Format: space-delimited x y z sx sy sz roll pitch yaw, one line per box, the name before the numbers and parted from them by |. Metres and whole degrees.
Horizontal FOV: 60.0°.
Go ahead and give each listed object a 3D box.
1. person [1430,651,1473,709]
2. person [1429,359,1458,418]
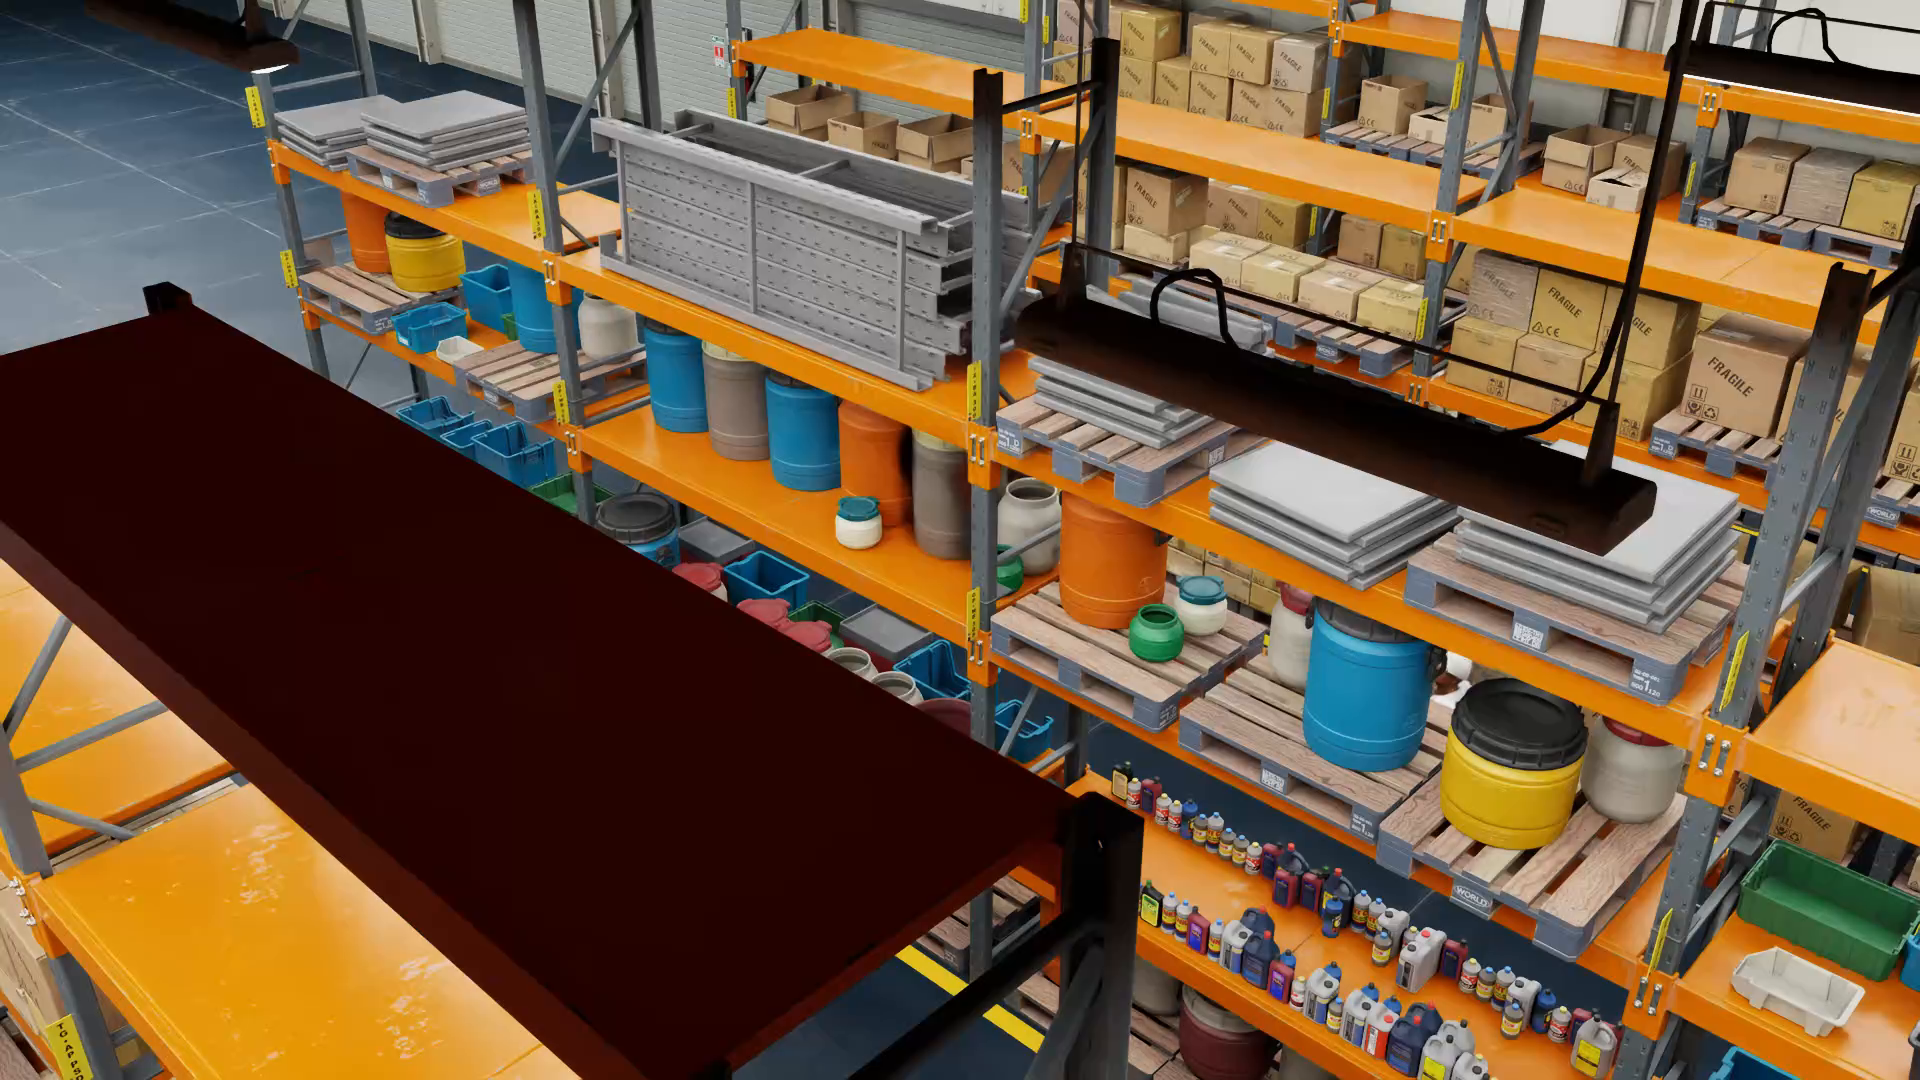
person | 3.279 1.509 11.742 1.091 1.731 0.718 22 36 33
person | 4.793 -1.088 16.537 0.395 1.701 0.574 -7 30 -12
